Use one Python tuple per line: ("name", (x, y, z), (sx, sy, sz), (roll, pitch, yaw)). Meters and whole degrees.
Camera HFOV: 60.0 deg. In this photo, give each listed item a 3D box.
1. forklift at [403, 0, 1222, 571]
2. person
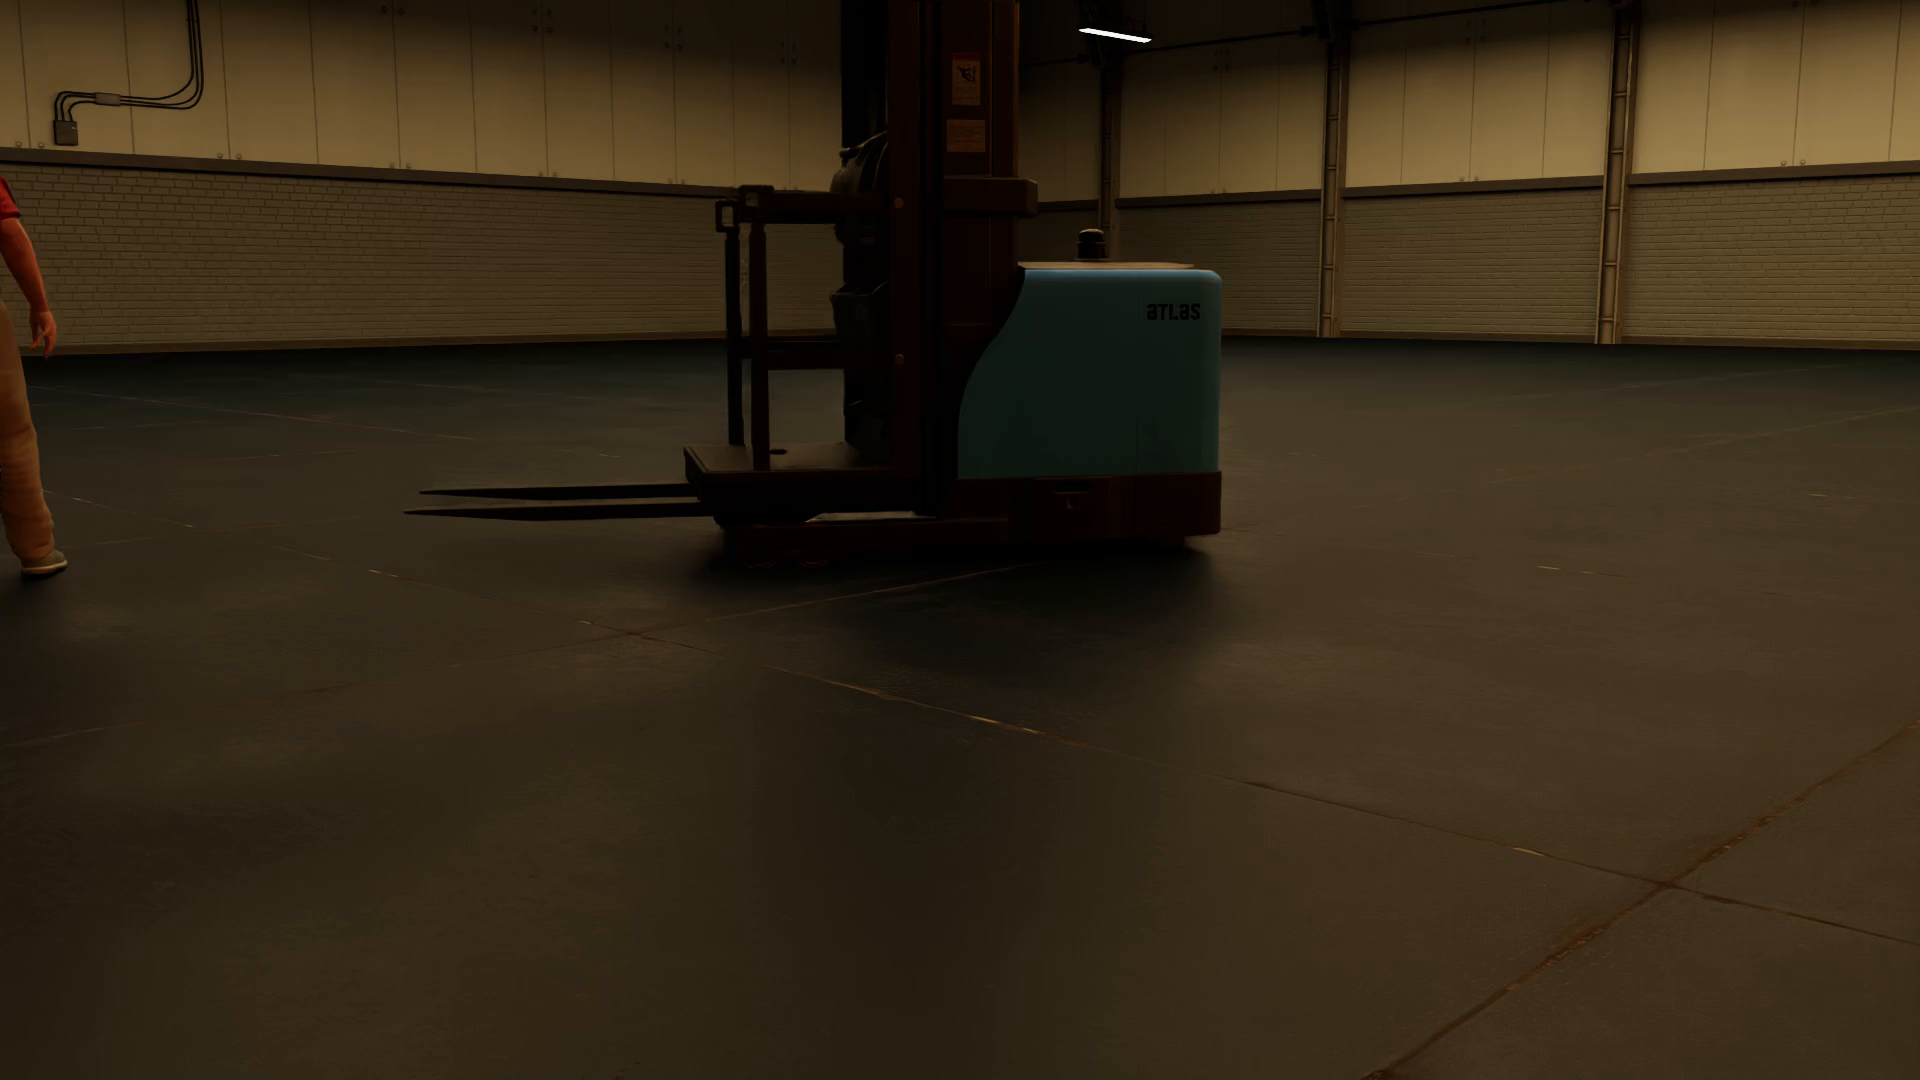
("forklift", (-0.565, -1.426, 6.341), (3.031, 2.935, 1.130), (-2, 9, -13))
("person", (-3.436, -0.714, 5.643), (0.677, 1.731, 0.544), (-3, 9, -20))
